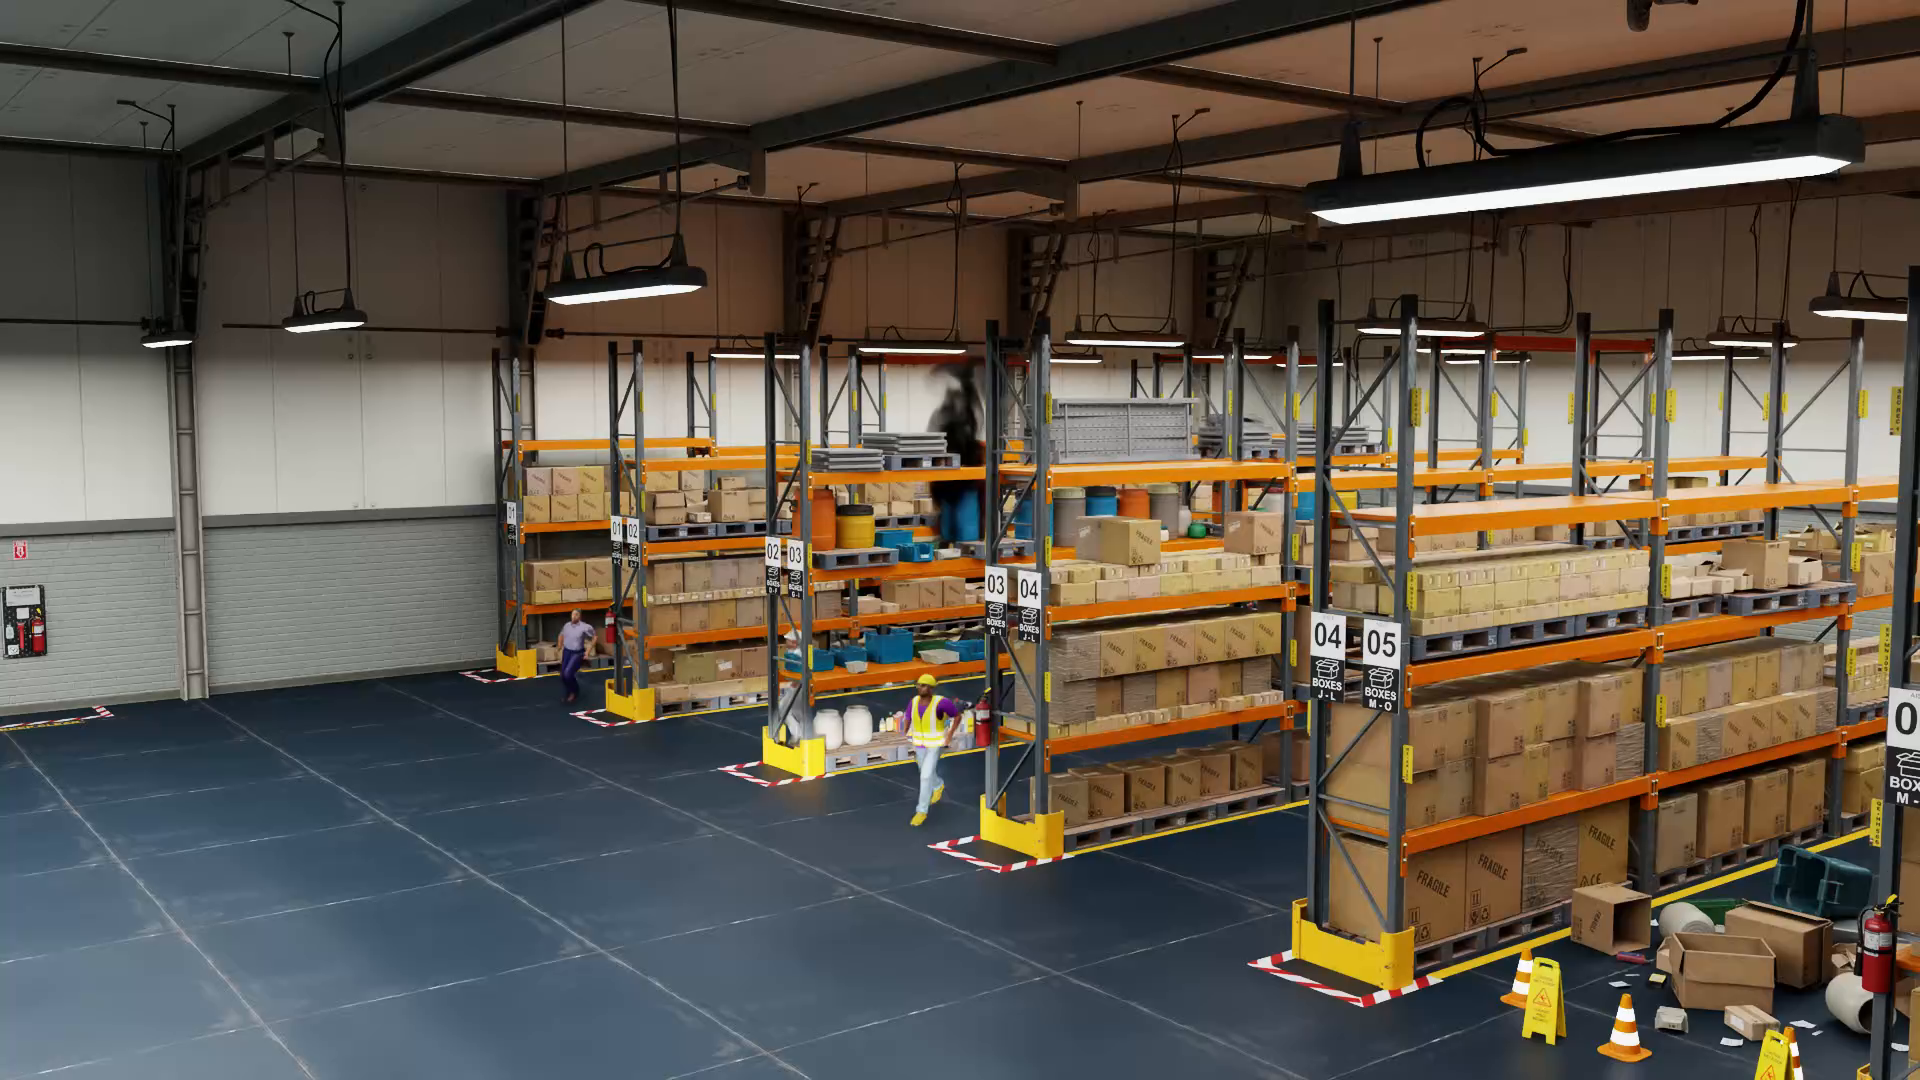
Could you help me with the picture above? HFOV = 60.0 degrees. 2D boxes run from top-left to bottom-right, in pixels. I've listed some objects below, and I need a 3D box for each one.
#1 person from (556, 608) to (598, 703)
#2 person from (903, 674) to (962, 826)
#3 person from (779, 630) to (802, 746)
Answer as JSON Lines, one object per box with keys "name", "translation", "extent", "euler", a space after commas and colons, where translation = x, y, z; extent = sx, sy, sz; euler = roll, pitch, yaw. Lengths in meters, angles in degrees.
{"name": "person", "translation": [-6.437, 1.938, 27.744], "extent": [0.664, 1.588, 0.599], "euler": [2, 5, 24]}
{"name": "person", "translation": [-0.354, 2.505, 20.269], "extent": [0.711, 1.772, 0.977], "euler": [3, 6, 32]}
{"name": "person", "translation": [-2.407, 2.164, 24.537], "extent": [0.687, 1.712, 0.798], "euler": [-2, 5, -17]}
